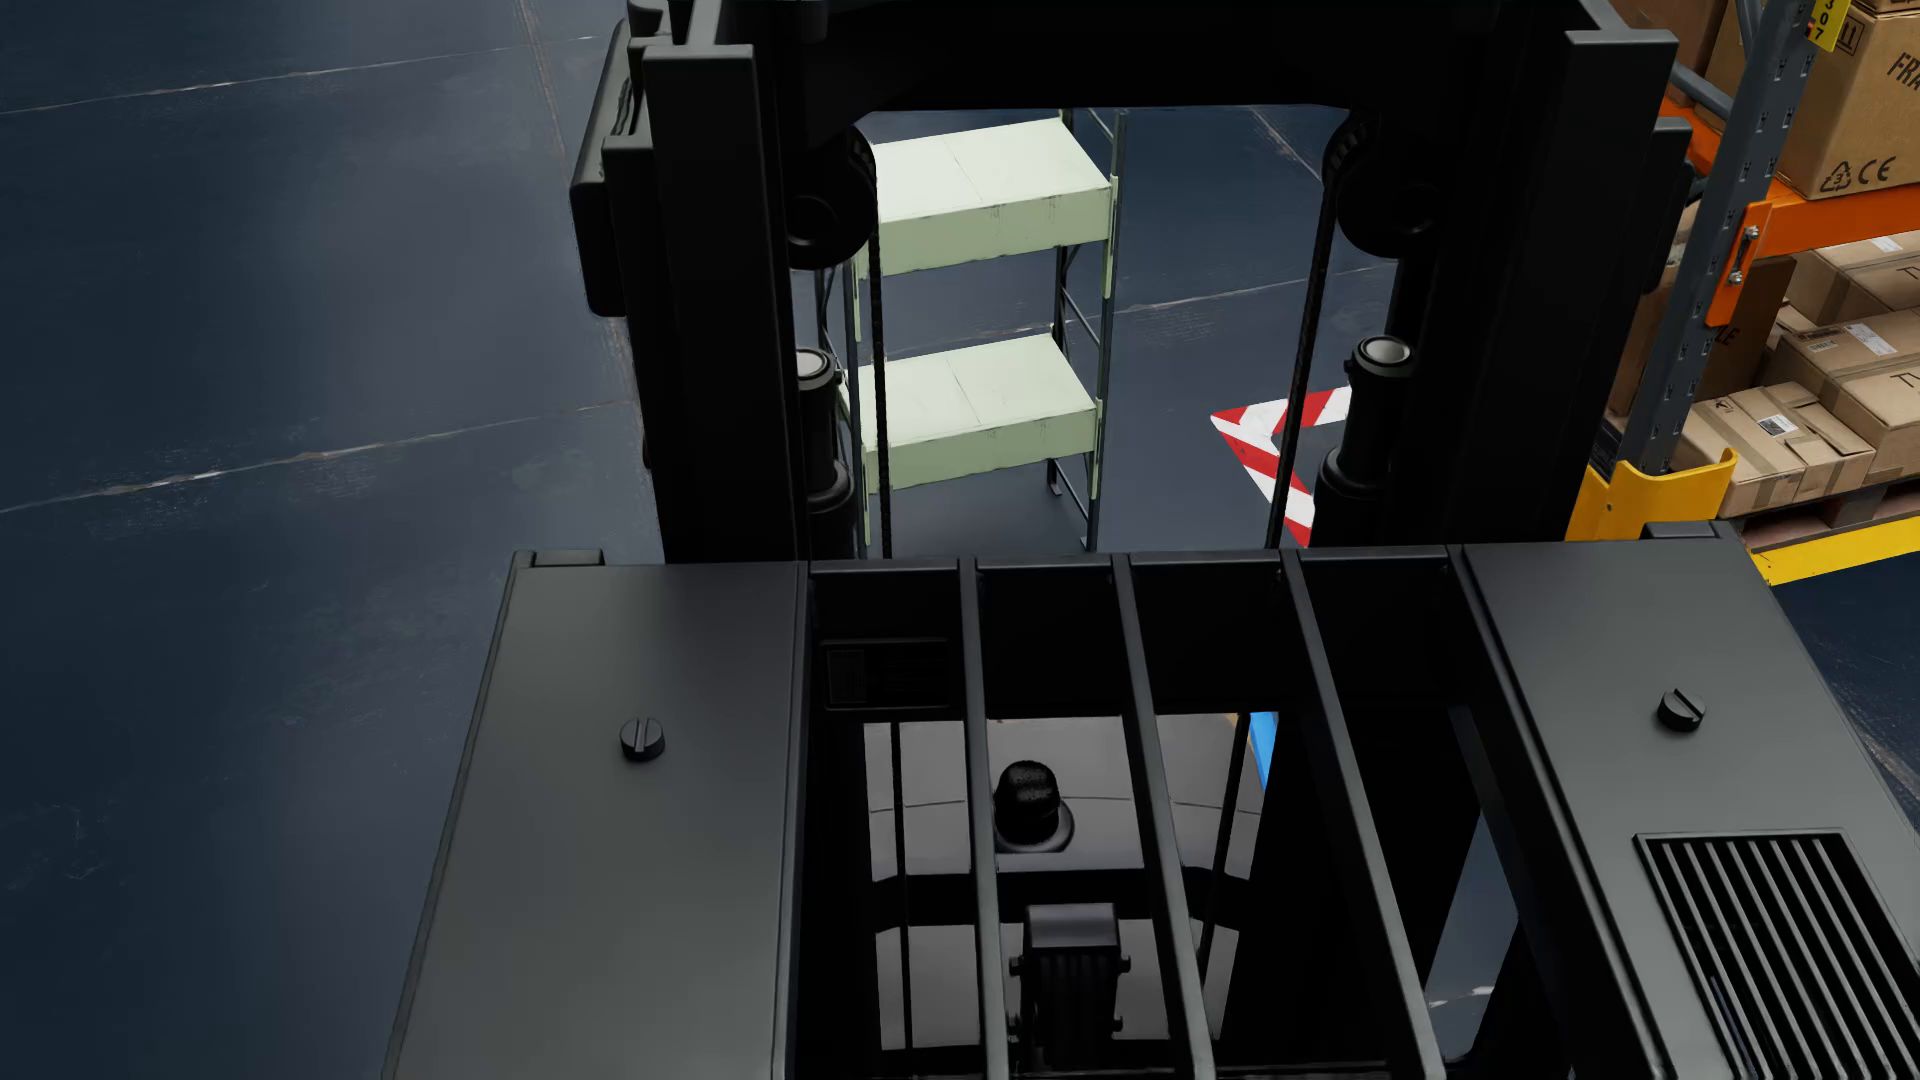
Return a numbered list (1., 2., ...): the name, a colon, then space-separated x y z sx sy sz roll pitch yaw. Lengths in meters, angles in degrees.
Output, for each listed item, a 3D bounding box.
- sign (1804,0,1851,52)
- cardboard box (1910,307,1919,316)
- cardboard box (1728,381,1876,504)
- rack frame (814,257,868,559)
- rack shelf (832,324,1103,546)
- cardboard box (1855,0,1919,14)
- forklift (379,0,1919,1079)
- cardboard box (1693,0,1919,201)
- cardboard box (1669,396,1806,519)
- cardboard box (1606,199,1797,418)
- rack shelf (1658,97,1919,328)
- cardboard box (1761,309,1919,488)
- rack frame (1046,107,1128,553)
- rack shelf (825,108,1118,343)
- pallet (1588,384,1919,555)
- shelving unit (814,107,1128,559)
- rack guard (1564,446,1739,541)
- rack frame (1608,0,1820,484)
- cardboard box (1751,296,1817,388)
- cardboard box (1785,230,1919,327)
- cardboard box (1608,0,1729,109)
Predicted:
1. sign: 2.003 -1.282 3.780 0.005 0.325 0.100 -12 42 -13
2. cardboard box: 3.397 -0.554 5.360 0.500 0.250 0.500 -12 42 -13
3. cardboard box: 2.581 -0.312 5.146 0.250 0.166 0.380 -12 42 -13
4. rack frame: -0.343 -0.494 4.675 0.023 1.500 0.400 -12 42 -13
5. rack shelf: 0.006 -0.321 4.973 0.720 0.370 0.431 -12 42 -13
6. cardboard box: 2.342 -1.633 4.004 0.500 0.500 0.500 -10 42 -12
7. forklift: 0.161 0.970 1.912 1.130 2.935 3.031 -1 41 -2
8. cardboard box: 2.342 -1.257 4.332 0.500 0.500 0.500 -11 42 -12
9. cardboard box: 2.342 -0.256 5.095 0.250 0.149 0.380 -12 42 -13
10. cardboard box: 2.284 -0.783 5.432 0.500 0.500 0.500 -12 42 -13
11. rack shelf: 3.747 -1.421 5.143 4.000 0.370 1.077 -12 42 -13
12. cardboard box: 2.920 -0.455 5.247 0.500 0.250 0.500 -12 42 -13
13. rack frame: 0.355 -0.638 4.841 0.023 1.500 0.400 -12 42 -13
14. rack shelf: 0.006 -0.860 4.501 0.720 0.370 0.431 -12 42 -13
15. pallet: 2.672 -0.420 5.570 1.213 0.211 1.003 -12 42 -13
16. shelving unit: 0.006 -0.566 4.758 0.755 1.500 0.431 -12 42 -13
17. rack guard: 1.912 -0.370 5.294 0.348 0.500 1.175 -12 42 -13
18. rack frame: 1.840 -1.297 4.454 0.127 3.000 1.000 -12 42 -13
19. cardboard box: 2.698 -0.681 5.569 0.250 0.166 0.380 -12 42 -13
20. cardboard box: 3.199 -0.858 5.708 0.500 0.250 0.500 -12 42 -13
21. cardboard box: 2.185 -1.594 4.718 0.500 0.500 0.500 -10 42 -12
